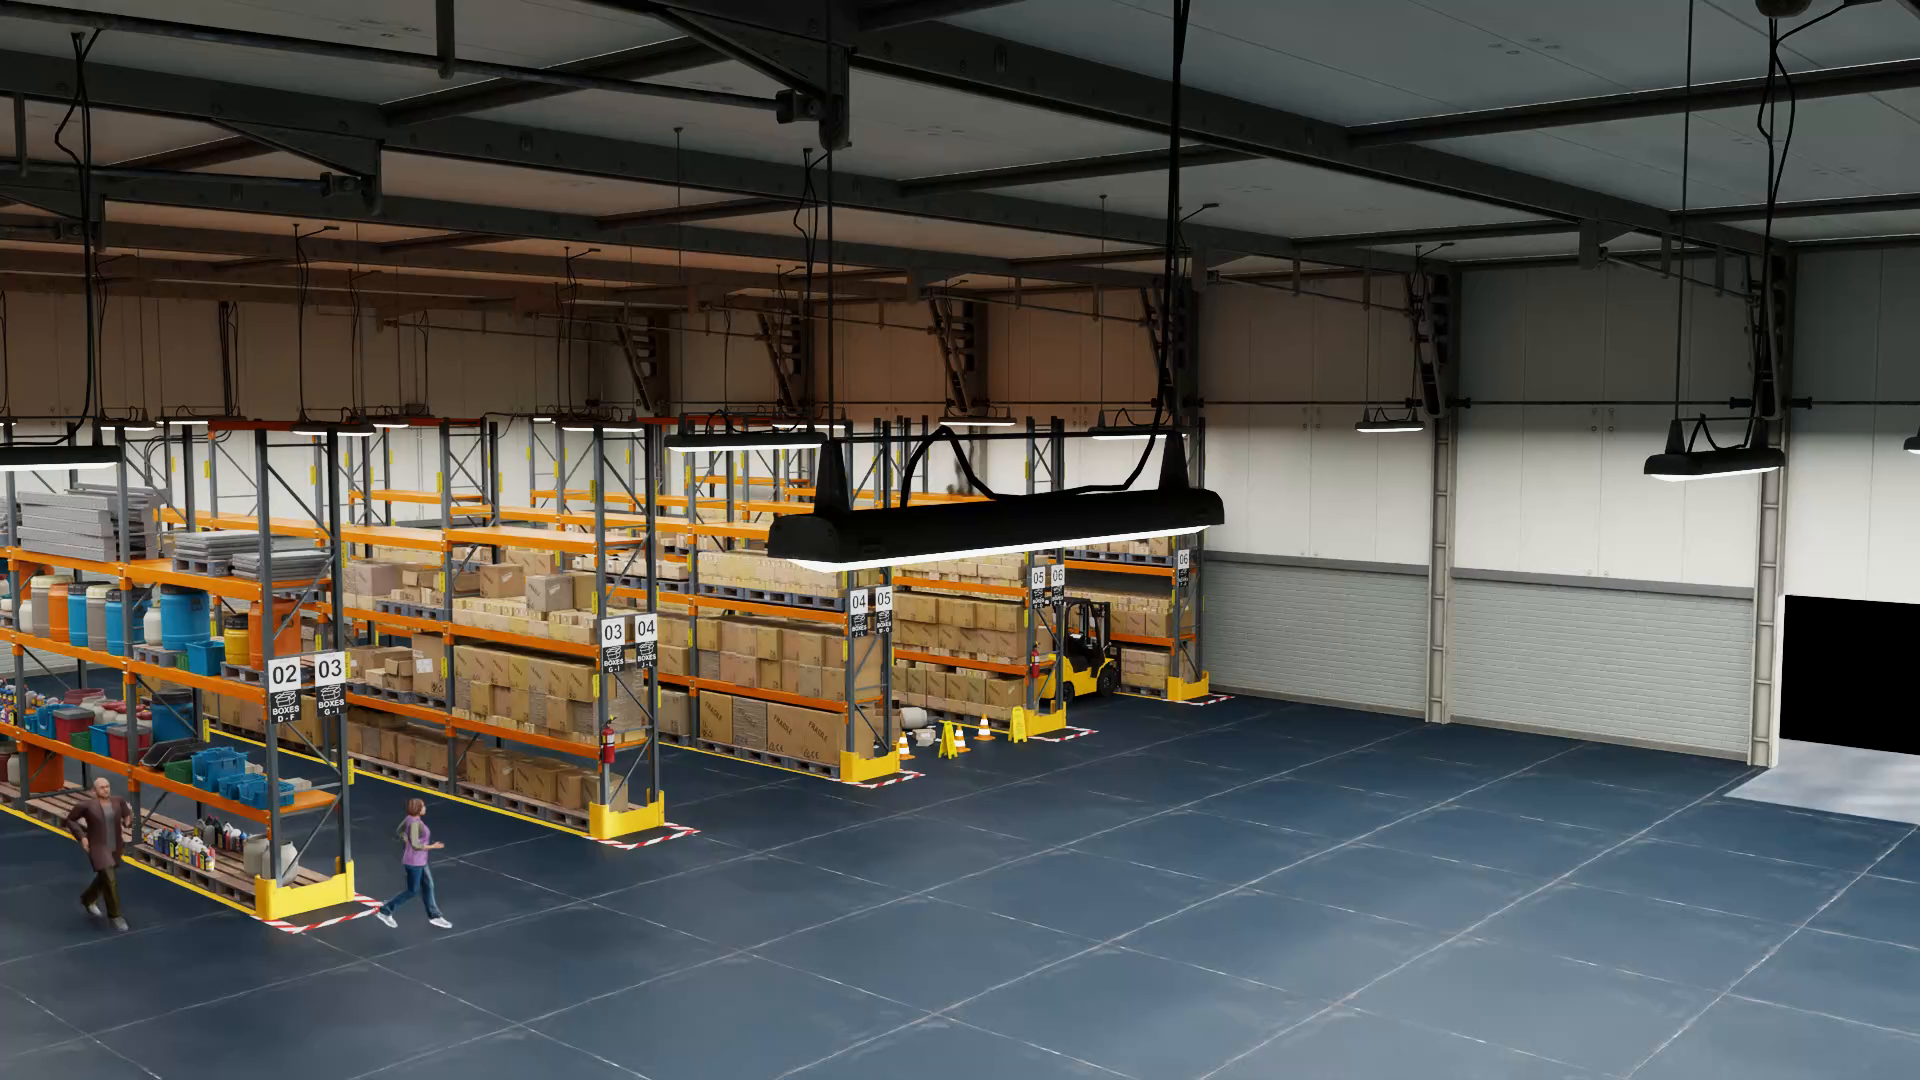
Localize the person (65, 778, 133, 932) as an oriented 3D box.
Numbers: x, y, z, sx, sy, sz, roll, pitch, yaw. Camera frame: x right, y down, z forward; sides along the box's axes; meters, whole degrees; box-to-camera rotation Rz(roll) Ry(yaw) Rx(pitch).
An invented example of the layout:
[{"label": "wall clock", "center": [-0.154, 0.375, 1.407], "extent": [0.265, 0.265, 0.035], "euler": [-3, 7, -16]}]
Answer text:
[{"label": "person", "center": [-10.362, 3.764, 20.151], "extent": [0.971, 1.818, 0.680], "euler": [3, 5, 29]}]

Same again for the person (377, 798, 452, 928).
[{"label": "person", "center": [-6.526, 3.877, 19.845], "extent": [0.854, 1.619, 0.560], "euler": [-1, 5, -17]}]
